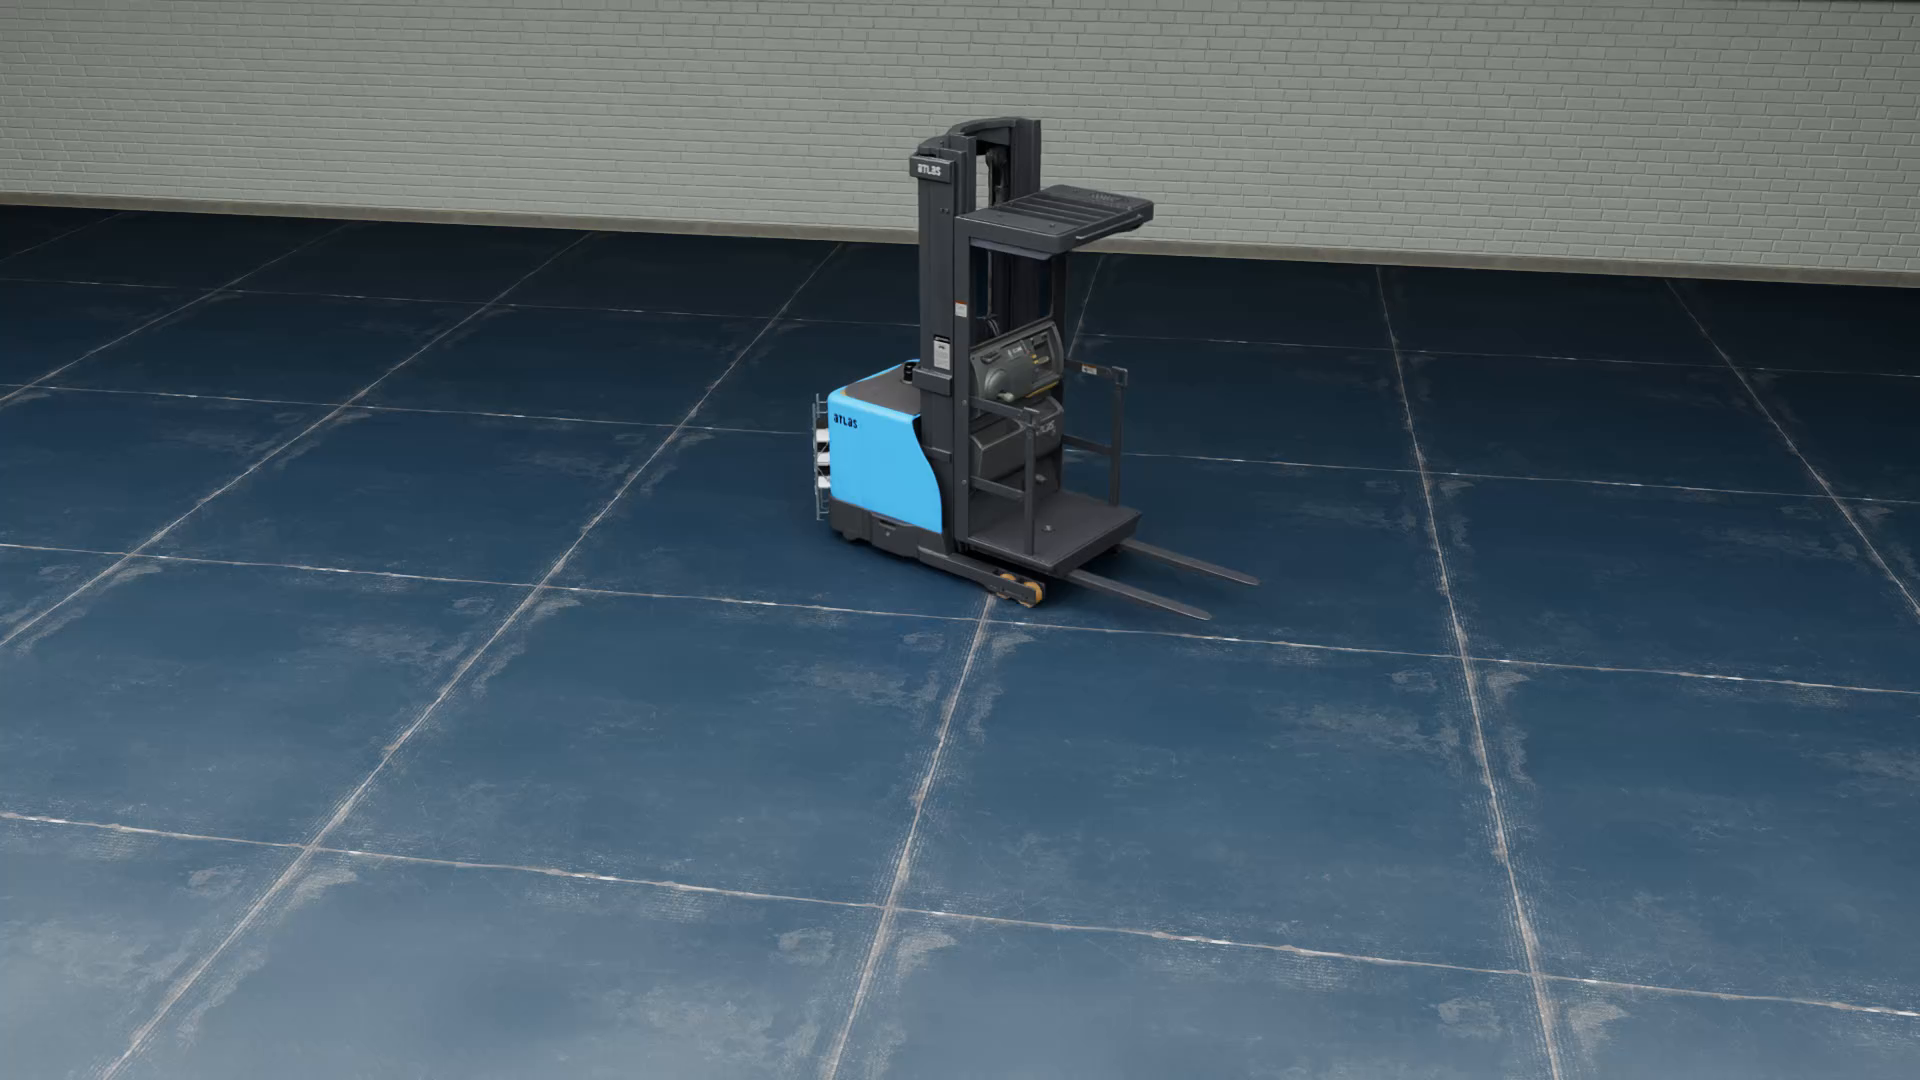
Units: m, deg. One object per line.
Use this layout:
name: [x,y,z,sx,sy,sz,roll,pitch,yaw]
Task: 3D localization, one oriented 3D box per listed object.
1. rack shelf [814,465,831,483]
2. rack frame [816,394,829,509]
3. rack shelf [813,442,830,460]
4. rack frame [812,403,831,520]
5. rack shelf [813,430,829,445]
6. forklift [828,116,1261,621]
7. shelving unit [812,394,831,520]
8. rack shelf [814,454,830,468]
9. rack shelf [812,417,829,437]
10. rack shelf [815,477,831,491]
rack shelf: [-0.917,-0.484,12.057,0.258,0.077,0.200,1,25,2]
rack frame: [-0.913,-0.639,12.097,0.240,0.900,0.006,1,25,2]
rack shelf: [-0.917,-0.647,11.981,0.258,0.077,0.200,1,25,2]
rack frame: [-0.921,-0.552,11.913,0.240,0.900,0.006,1,25,2]
rack shelf: [-0.917,-0.728,11.943,0.258,0.077,0.200,1,25,2]
forklift: [0.544,-1.141,10.775,3.031,2.935,1.130,18,31,34]
shelving unit: [-0.917,-0.596,12.005,0.258,0.900,0.210,1,25,2]
rack shelf: [-0.917,-0.565,12.019,0.258,0.077,0.200,1,25,2]
rack shelf: [-0.917,-0.810,11.905,0.258,0.077,0.200,1,25,2]
rack shelf: [-0.917,-0.402,12.096,0.258,0.077,0.200,1,25,2]
